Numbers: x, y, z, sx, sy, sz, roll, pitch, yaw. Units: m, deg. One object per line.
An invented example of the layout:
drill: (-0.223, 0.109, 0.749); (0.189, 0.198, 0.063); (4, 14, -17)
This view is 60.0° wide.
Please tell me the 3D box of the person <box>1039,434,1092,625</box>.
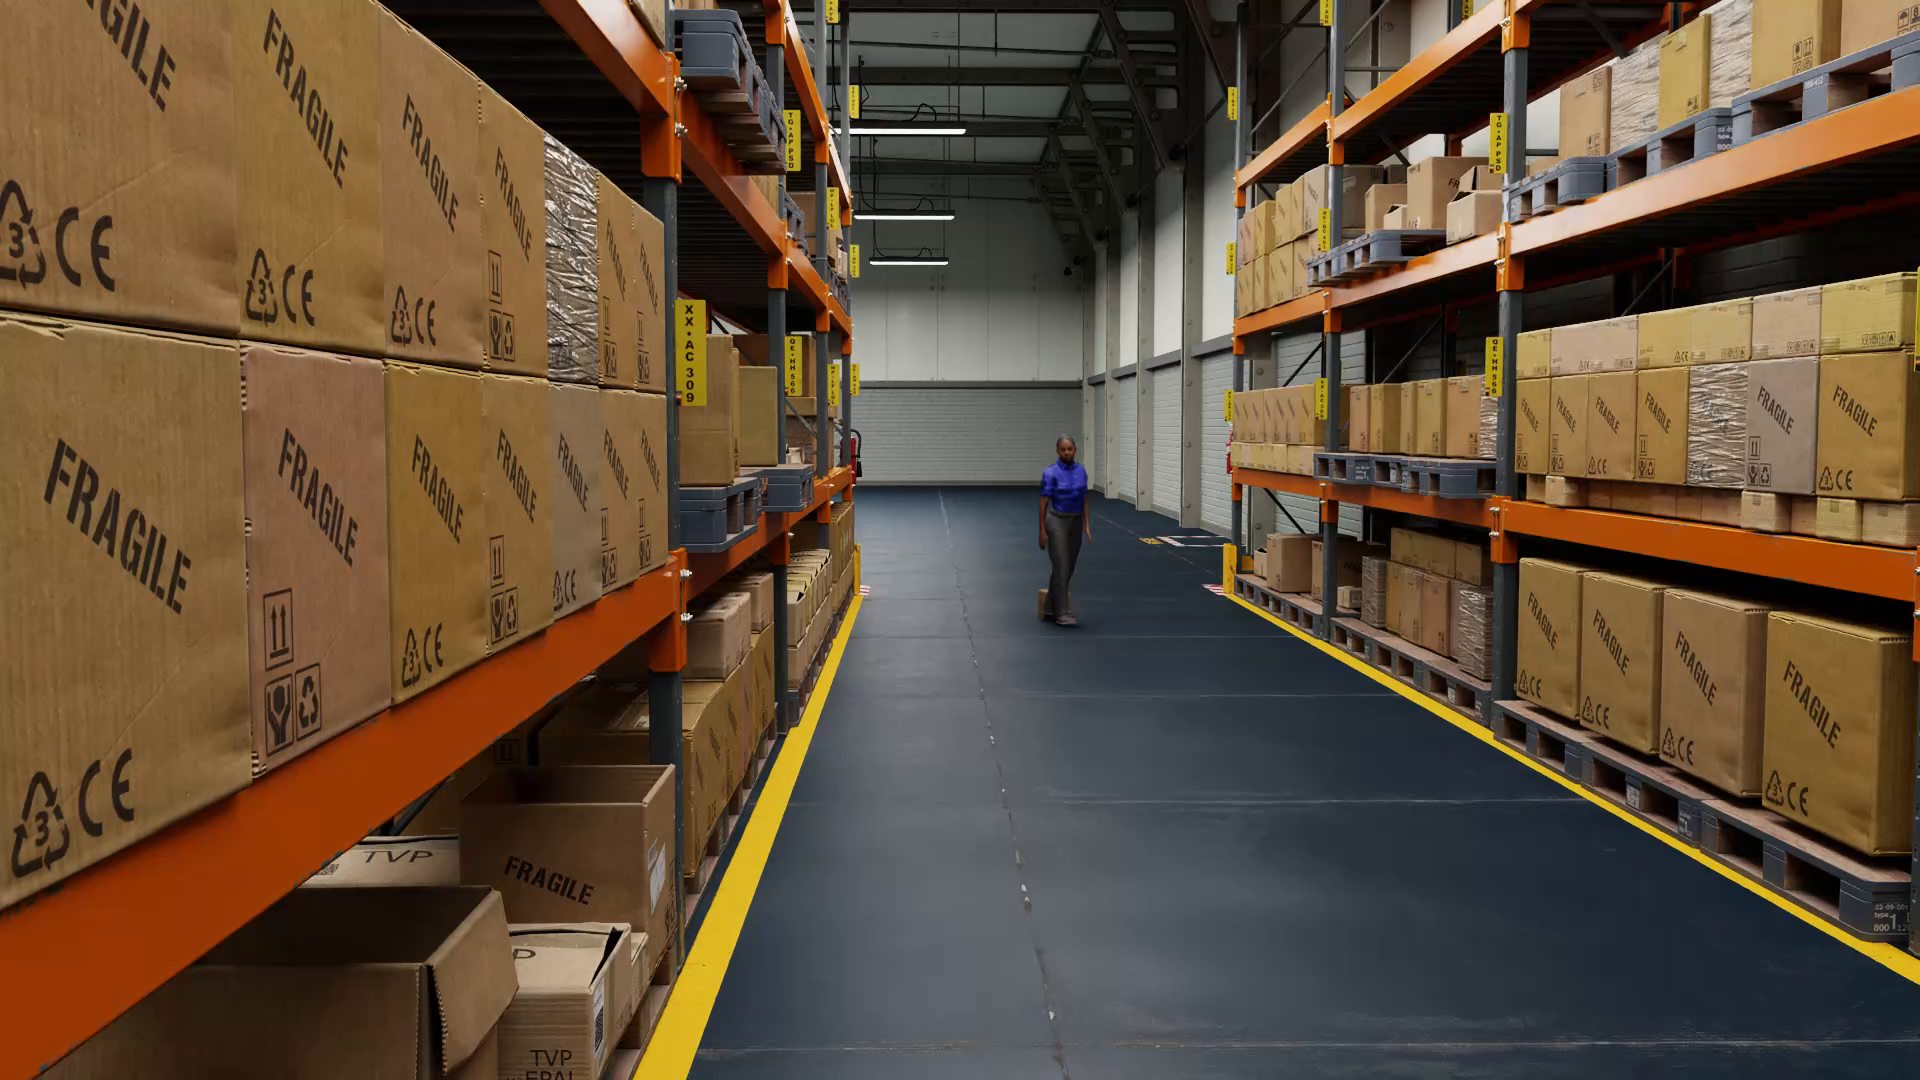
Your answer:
person: (0.886, -0.098, 14.448); (0.504, 1.641, 0.606); (-3, 5, -35)
